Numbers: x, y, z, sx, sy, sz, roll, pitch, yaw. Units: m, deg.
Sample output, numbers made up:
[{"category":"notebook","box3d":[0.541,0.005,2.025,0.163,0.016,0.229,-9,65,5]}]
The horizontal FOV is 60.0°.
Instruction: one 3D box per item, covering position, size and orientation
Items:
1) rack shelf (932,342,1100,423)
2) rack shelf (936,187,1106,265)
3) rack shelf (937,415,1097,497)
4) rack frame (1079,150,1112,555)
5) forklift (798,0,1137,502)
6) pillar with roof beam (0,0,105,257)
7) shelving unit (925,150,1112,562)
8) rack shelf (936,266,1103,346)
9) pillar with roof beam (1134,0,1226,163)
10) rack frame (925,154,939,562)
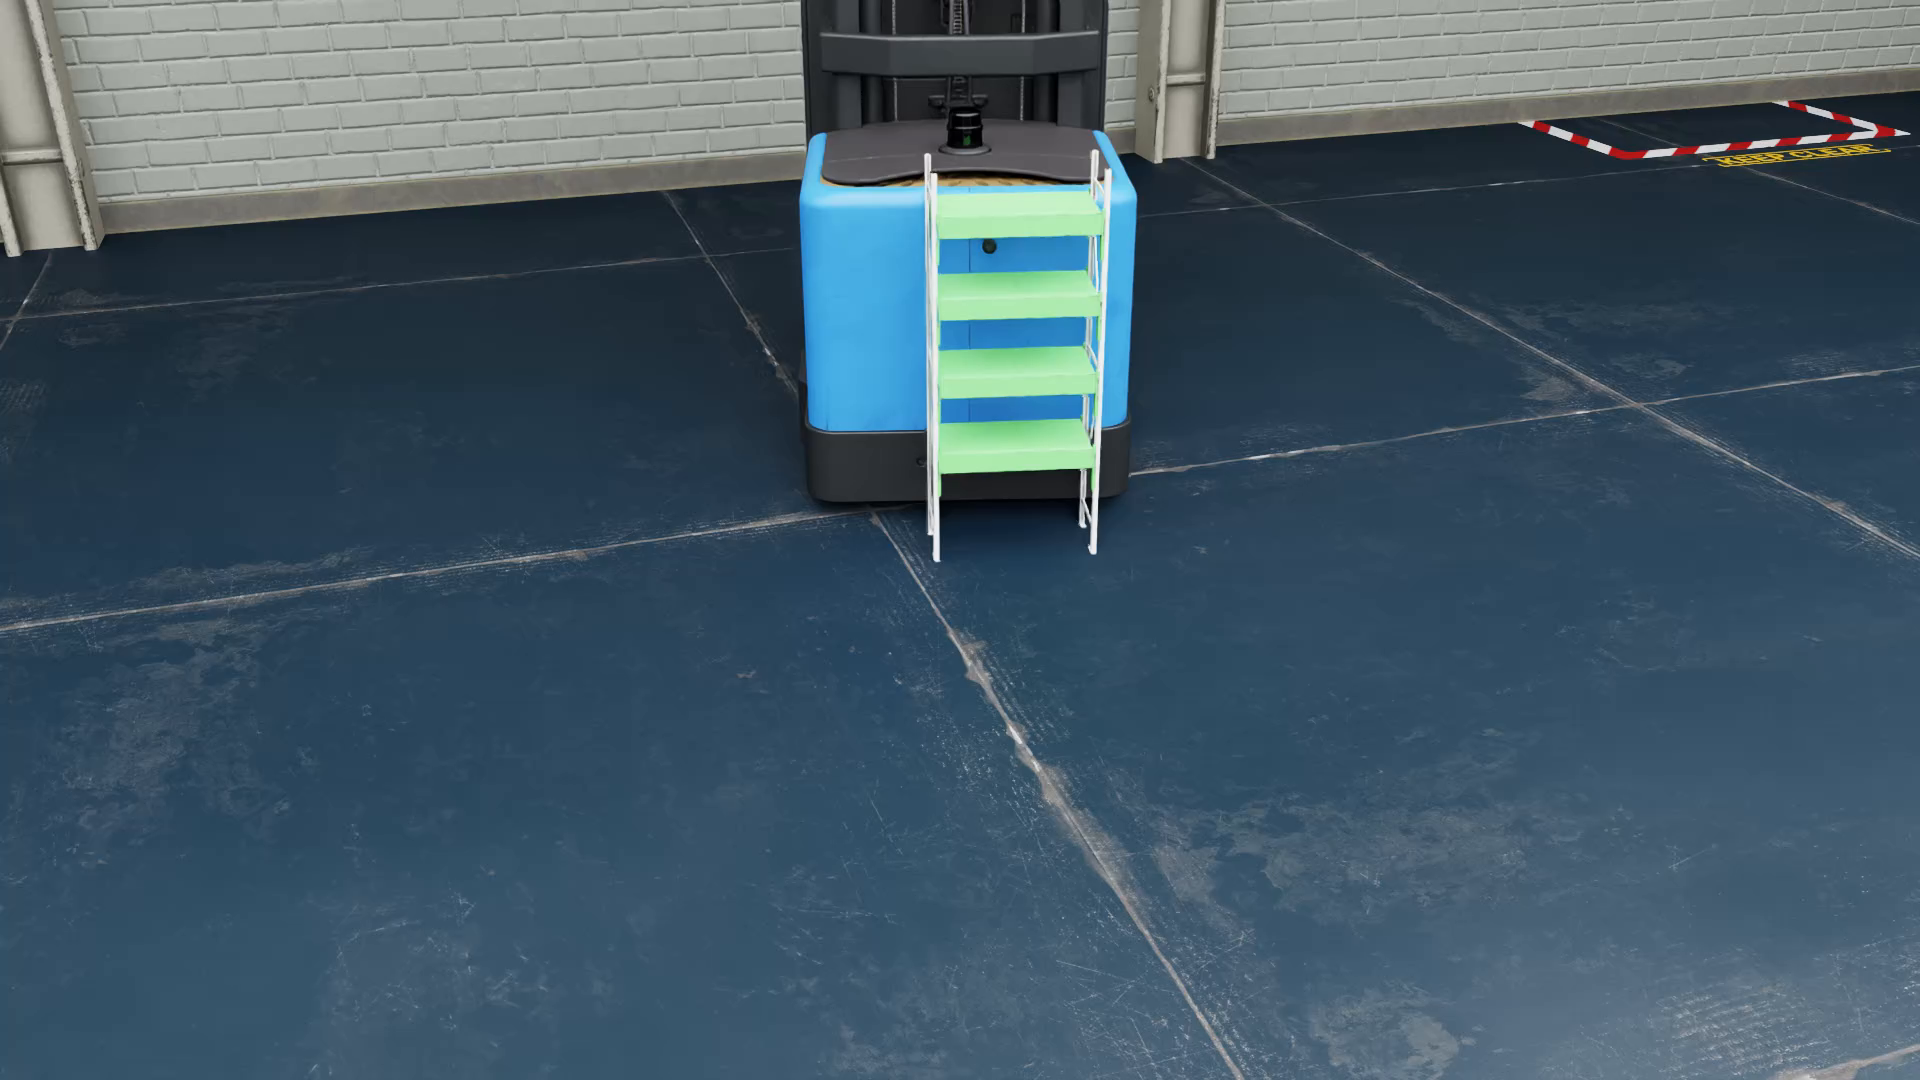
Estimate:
[{"category":"rack shelf","box3d":[0.160,-0.476,5.003,0.480,0.148,0.258,-2,27,-5]},{"category":"rack shelf","box3d":[0.160,-0.906,4.790,0.480,0.148,0.258,-2,27,-5]},{"category":"rack shelf","box3d":[0.160,-0.261,5.110,0.480,0.148,0.258,-2,27,-5]},{"category":"rack frame","box3d":[0.403,-0.544,4.996,0.015,1.200,0.240,-2,27,-5]},{"category":"forklift","box3d":[-0.029,-2.049,6.081,1.130,2.935,3.031,-1,26,-2]},{"category":"pillar with roof beam","box3d":[-3.106,-3.665,2.512,0.400,9.000,9.100,-8,28,-16]},{"category":"shelving unit","box3d":[0.160,-0.533,4.975,0.503,1.200,0.258,-2,27,-5]},{"category":"rack shelf","box3d":[0.160,-0.691,4.896,0.480,0.148,0.258,-2,27,-5]},{"category":"pillar with roof beam","box3d":[2.599,-4.491,4.176,0.400,9.000,9.100,-8,28,-16]},{"category":"rack frame","box3d":[-0.083,-0.523,4.954,0.015,1.200,0.240,-2,27,-5]}]
